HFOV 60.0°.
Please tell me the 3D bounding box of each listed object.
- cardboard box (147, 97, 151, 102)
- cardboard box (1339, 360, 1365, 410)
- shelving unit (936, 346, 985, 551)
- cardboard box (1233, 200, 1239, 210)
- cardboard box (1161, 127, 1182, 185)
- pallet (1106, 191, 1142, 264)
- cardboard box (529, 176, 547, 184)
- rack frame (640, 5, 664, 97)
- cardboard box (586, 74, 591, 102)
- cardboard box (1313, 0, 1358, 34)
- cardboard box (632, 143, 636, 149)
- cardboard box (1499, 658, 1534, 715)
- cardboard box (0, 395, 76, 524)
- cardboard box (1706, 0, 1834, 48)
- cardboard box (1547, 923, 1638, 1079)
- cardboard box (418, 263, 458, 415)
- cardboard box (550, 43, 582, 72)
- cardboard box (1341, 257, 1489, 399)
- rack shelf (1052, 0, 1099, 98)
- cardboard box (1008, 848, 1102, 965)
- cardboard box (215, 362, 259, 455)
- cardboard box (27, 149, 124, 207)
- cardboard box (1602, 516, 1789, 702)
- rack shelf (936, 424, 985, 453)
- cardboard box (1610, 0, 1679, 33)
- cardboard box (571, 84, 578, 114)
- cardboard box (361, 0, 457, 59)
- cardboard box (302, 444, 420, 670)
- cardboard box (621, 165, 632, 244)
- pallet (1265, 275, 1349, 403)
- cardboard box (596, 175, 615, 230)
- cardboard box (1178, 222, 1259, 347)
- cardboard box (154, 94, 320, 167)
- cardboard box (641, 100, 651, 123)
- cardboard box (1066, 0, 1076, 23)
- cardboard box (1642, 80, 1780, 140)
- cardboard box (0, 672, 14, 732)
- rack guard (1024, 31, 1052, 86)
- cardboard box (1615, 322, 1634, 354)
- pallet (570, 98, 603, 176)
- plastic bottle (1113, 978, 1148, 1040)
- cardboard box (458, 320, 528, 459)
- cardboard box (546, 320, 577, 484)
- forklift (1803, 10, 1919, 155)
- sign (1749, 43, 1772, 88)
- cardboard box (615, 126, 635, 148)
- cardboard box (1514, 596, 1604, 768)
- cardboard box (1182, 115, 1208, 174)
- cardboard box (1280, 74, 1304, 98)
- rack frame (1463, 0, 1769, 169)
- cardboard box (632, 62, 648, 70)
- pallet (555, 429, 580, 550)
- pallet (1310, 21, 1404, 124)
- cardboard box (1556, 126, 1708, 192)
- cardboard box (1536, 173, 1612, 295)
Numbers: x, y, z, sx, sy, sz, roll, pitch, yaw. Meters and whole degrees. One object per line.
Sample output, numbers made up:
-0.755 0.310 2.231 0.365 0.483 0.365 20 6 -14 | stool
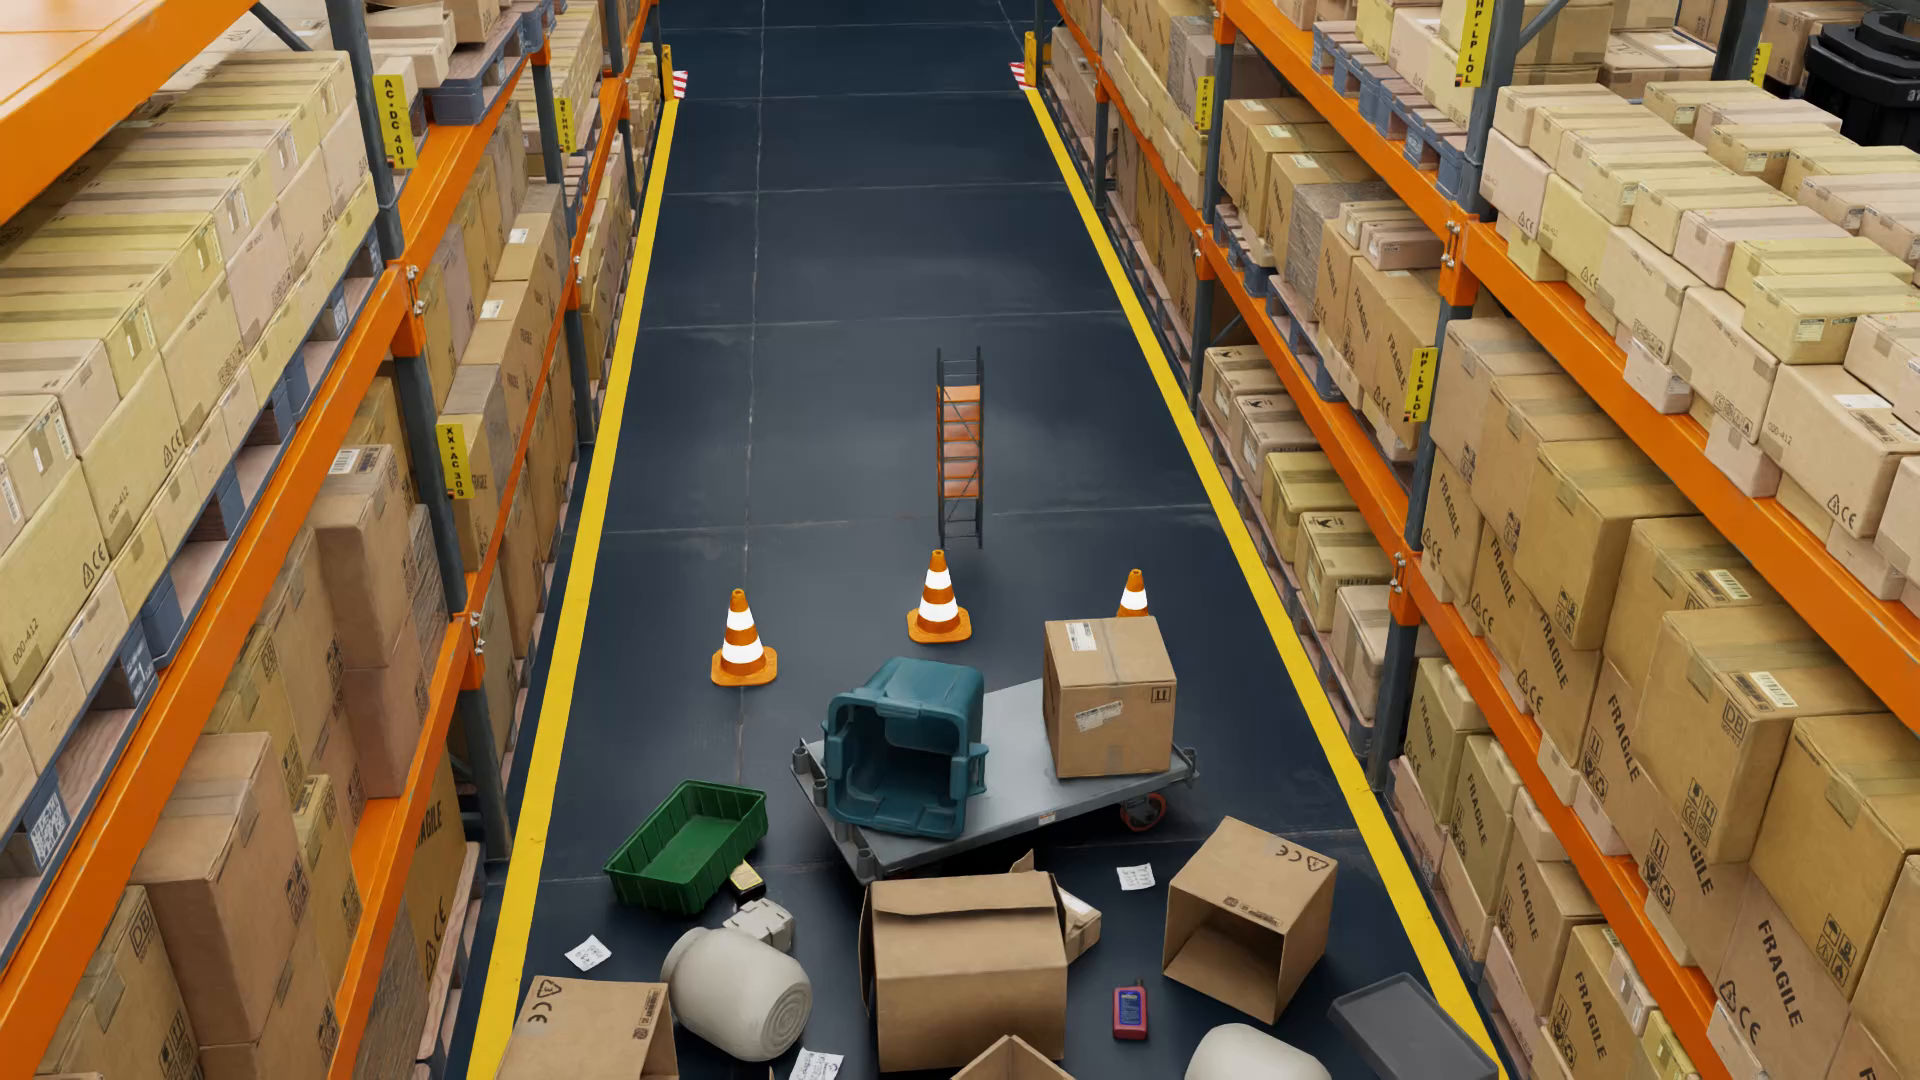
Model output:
-8.428 -4.756 16.449 0.875 0.875 0.875 -3 31 -5 | cardboard box
2.030 -0.746 7.909 0.380 0.149 0.250 -3 31 -5 | cardboard box
0.001 -0.508 9.430 0.258 1.200 0.189 -3 31 -5 | shelving unit
1.892 -2.098 10.174 0.380 0.149 0.250 -4 31 -7 | cardboard box
1.677 -2.642 11.395 0.500 0.250 0.500 -2 31 -4 | cardboard box
1.820 -2.655 13.990 1.003 0.211 1.213 -3 31 -5 | pallet
-2.713 -2.223 10.382 0.380 0.149 0.250 -3 31 -5 | cardboard box
-3.620 -5.996 16.864 1.000 3.000 0.127 -3 31 -5 | rack frame
-2.911 -3.304 12.192 0.380 0.149 0.250 -4 31 -7 | cardboard box
2.217 -2.755 8.413 0.797 0.503 0.637 -3 31 -5 | cardboard box
-3.134 -3.499 15.054 0.380 0.149 0.250 -3 31 -6 | cardboard box
2.249 0.514 6.210 0.380 0.149 0.250 -2 31 -3 | cardboard box
-1.909 -0.146 3.106 0.380 0.149 0.250 -2 31 -4 | cardboard box
6.485 -4.184 13.323 0.700 0.500 0.500 -2 31 -4 | cardboard box
2.367 1.641 5.618 0.500 0.500 0.500 -3 31 -6 | cardboard box
-2.601 -0.858 7.189 0.700 0.500 0.500 -3 31 -5 | cardboard box
-2.893 -3.421 11.808 0.380 0.149 0.250 -4 31 -7 | cardboard box
2.101 -0.987 7.681 0.500 0.500 0.500 -3 31 -4 | cardboard box
1.486 -4.955 15.823 1.077 0.370 4.000 -3 31 -5 | rack shelf
0.359 1.534 6.923 0.396 0.266 0.258 27 40 37 | cardboard box
-2.003 -0.323 4.179 0.380 0.149 0.250 -3 31 -5 | cardboard box
-2.683 -0.923 4.795 0.500 0.250 0.500 -3 31 -5 | cardboard box
2.430 0.258 5.031 0.700 0.500 0.500 -3 31 -5 | cardboard box
0.001 -0.573 9.392 0.258 0.103 0.180 -3 31 -5 | rack shelf
2.708 -2.348 7.081 0.500 0.250 0.500 -3 31 -6 | cardboard box
-2.840 -3.026 11.437 0.380 0.149 0.250 -3 31 -5 | cardboard box
-2.463 -2.289 7.356 0.396 0.266 0.258 -3 31 -5 | cardboard box
-2.331 0.067 5.513 0.875 0.550 0.550 -3 31 -5 | cardboard box
-2.926 -2.696 13.366 0.500 0.500 0.500 -3 31 -6 | cardboard box
2.272 -1.110 8.870 1.003 0.211 1.213 -3 31 -5 | pallet
-2.827 -2.483 12.279 0.500 0.250 0.500 -4 31 -7 | cardboard box
2.065 -1.825 11.544 0.875 0.875 0.875 -3 31 -5 | cardboard box
-2.101 -1.187 4.847 0.380 0.149 0.250 -3 31 -5 | cardboard box
-3.116 -4.025 15.644 0.380 0.149 0.250 -2 31 -4 | cardboard box
1.260 -5.029 15.147 0.500 0.500 0.500 -3 31 -5 | cardboard box
2.667 -1.529 5.928 0.380 0.149 0.250 -2 31 -4 | cardboard box
-1.915 0.339 2.681 0.500 0.250 0.500 -3 31 -5 | cardboard box
1.297 -5.224 18.009 1.175 0.500 0.348 -3 31 -5 | rack guard
2.305 -0.643 5.222 0.380 0.149 0.250 -4 31 -6 | cardboard box
-3.098 -2.838 11.764 1.003 0.211 1.213 -3 31 -5 | pallet
0.673 1.852 6.591 0.133 0.061 0.283 2 31 4 | plastic bottle
-2.372 -0.707 7.912 0.500 0.500 0.500 -3 31 -5 | cardboard box
-2.905 -0.811 9.968 1.050 0.750 0.750 -3 31 -5 | cardboard box
5.227 -1.307 9.080 3.031 2.935 1.130 -1 31 -1 | forklift
2.960 -1.698 6.239 0.100 0.325 0.005 -3 31 -5 | sign
-3.039 -3.495 14.467 0.380 0.149 0.250 -1 31 -2 | cardboard box
2.288 0.421 5.733 0.500 0.500 0.500 -3 31 -5 | cardboard box
1.748 -2.586 10.814 0.500 0.250 0.500 -3 31 -5 | cardboard box
2.244 -2.936 10.669 0.500 0.500 0.500 -4 31 -6 | cardboard box
2.420 -2.734 5.552 1.000 3.000 0.127 -3 31 -5 | rack frame
-3.240 -4.558 16.246 0.380 0.149 0.250 -4 31 -7 | cardboard box
-2.874 -0.309 10.061 1.003 0.211 1.213 -3 31 -5 | pallet
2.368 -2.215 7.792 1.213 0.211 1.003 -3 31 -5 | pallet
2.194 -1.238 5.440 0.380 0.149 0.250 -4 31 -6 | cardboard box
2.246 -1.009 5.446 0.500 0.250 0.500 -3 31 -5 | cardboard box
